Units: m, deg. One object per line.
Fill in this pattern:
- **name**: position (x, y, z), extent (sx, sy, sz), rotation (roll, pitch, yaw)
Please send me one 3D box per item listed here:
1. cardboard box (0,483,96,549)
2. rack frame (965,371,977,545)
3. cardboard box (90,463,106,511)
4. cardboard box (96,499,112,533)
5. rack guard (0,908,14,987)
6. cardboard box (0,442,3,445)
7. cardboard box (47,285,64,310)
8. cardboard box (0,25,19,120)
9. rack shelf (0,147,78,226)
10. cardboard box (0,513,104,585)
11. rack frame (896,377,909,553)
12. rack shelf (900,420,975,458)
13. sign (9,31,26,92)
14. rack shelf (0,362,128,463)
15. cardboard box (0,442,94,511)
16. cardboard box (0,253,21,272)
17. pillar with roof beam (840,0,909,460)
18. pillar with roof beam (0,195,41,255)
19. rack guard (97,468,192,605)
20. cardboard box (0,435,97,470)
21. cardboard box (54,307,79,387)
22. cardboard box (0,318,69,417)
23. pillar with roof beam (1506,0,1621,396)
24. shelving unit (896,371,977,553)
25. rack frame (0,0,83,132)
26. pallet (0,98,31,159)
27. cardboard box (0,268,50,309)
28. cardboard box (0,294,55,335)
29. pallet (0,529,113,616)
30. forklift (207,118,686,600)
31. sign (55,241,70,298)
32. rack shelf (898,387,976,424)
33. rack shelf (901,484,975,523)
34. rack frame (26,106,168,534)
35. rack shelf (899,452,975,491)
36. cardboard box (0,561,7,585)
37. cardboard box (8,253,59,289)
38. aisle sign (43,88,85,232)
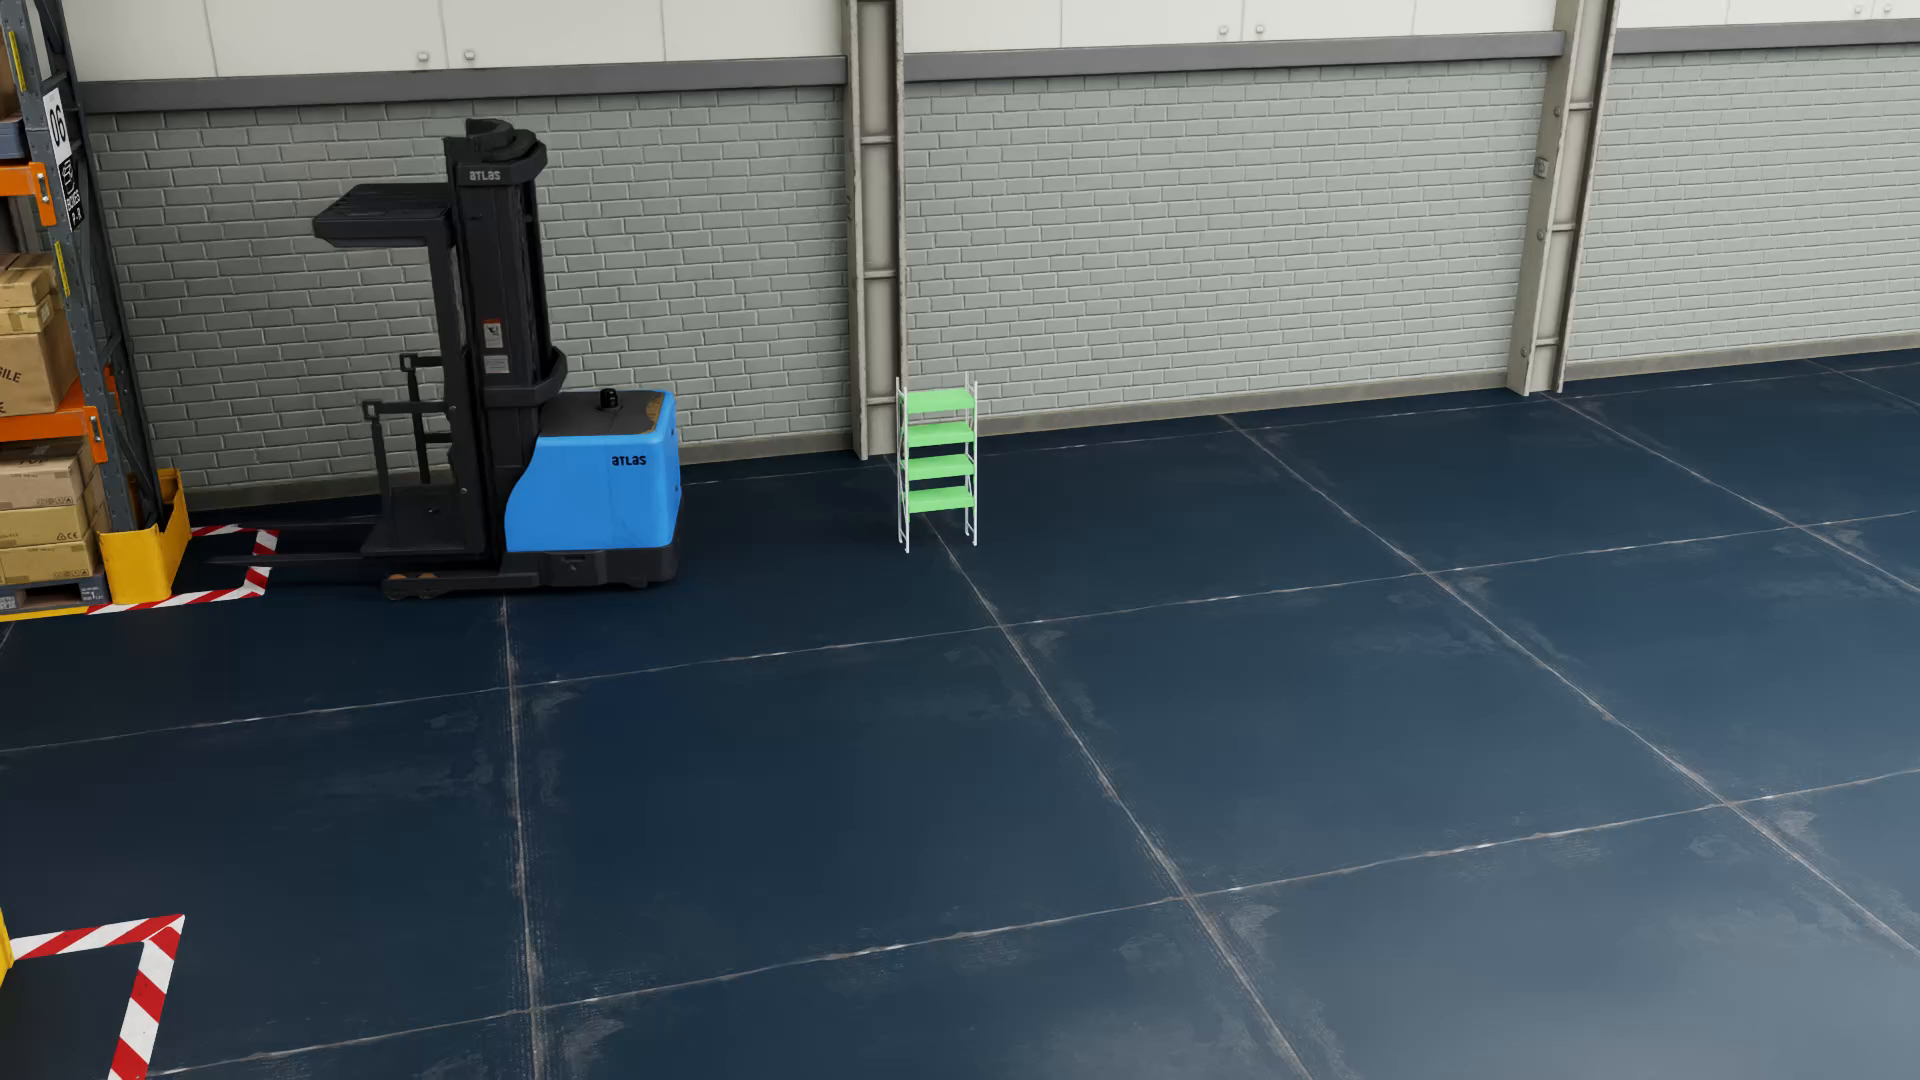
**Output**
- **cardboard box**: position (-5.888, -0.175, 10.674), extent (0.500, 0.250, 0.500), rotation (-7, 24, -15)
- **rack frame**: position (0.076, -0.560, 11.533), extent (0.015, 1.200, 0.240), rotation (-6, 24, -14)
- **cardboard box**: position (-6.012, -0.374, 11.139), extent (0.500, 0.250, 0.500), rotation (-6, 24, -13)
- **cardboard box**: position (-6.029, -0.138, 11.221), extent (0.500, 0.250, 0.500), rotation (-6, 24, -14)
- **rack guard**: position (-4.232, 1.855, 6.794), extent (0.348, 0.500, 1.175), rotation (-6, 24, -14)
- **cardboard box**: position (-6.497, -0.541, 10.894), extent (0.500, 0.250, 0.500), rotation (-6, 24, -14)
- **cardboard box**: position (-5.900, -1.593, 10.708), extent (0.250, 0.149, 0.380), rotation (-7, 24, -16)
- **cardboard box**: position (-5.864, -2.710, 9.671), extent (0.500, 0.500, 0.500), rotation (-6, 24, -13)
- **rack shelf**: position (-7.429, -2.021, 9.765), extent (4.000, 0.370, 1.077), rotation (-6, 24, -14)
- **cardboard box**: position (-5.870, 0.054, 10.774), extent (0.500, 0.250, 0.500), rotation (-6, 24, -14)
- **rack frame**: position (-0.394, -0.508, 11.412), extent (0.015, 1.200, 0.240), rotation (-6, 24, -14)
- **rack shelf**: position (-0.159, -0.696, 11.403), extent (0.480, 0.148, 0.258), rotation (-6, 24, -14)
- **sign**: position (-5.370, -2.728, 9.477), extent (0.005, 0.325, 0.100), rotation (-6, 24, -14)
- **rack shelf**: position (-7.429, -0.643, 10.356), extent (4.000, 0.370, 1.077), rotation (-6, 24, -14)
- **cardboard box**: position (-5.862, -0.408, 10.583), extent (0.500, 0.250, 0.500), rotation (-5, 24, -13)
- **cardboard box**: position (-6.157, -1.708, 10.599), extent (0.250, 0.149, 0.380), rotation (-5, 24, -13)
- **pillar with roof beam**: position (0.523, -3.216, 7.833), extent (0.400, 9.000, 9.100), rotation (-6, 24, -14)
- **pillar with roof beam**: position (-5.254, -2.577, 6.343), extent (0.400, 9.000, 9.100), rotation (-6, 24, -14)
- **rack guard**: position (-5.480, -0.040, 11.210), extent (0.348, 0.500, 1.175), rotation (-6, 24, -14)
- **cardboard box**: position (-6.017, -0.596, 11.021), extent (0.500, 0.250, 0.500), rotation (-7, 24, -15)
- **cardboard box**: position (-6.055, -1.285, 10.814), extent (0.500, 0.500, 0.500), rotation (-6, 24, -13)
- **cardboard box**: position (-5.906, -1.080, 10.336), extent (0.500, 0.500, 0.500), rotation (-7, 24, -16)
- **pillar with roof beam**: position (6.300, -3.855, 9.322), extent (0.400, 9.000, 9.100), rotation (-6, 24, -14)
- **shelving unit**: position (-0.159, -0.534, 11.472), extent (0.503, 1.200, 0.258), rotation (-6, 24, -14)
- **rack frame**: position (-5.503, -3.943, 9.528), extent (0.127, 3.000, 1.000), rotation (-6, 24, -14)
- **pallet**: position (-6.191, -2.459, 9.984), extent (1.213, 0.211, 1.003), rotation (-6, 24, -14)
- **cardboard box**: position (-5.791, -1.549, 10.229), extent (0.250, 0.149, 0.380), rotation (-6, 24, -14)
- **cardboard box**: position (-5.761, -1.387, 10.229), extent (0.250, 0.149, 0.380), rotation (-6, 24, -14)
- **pallet**: position (-6.228, 0.192, 11.034), extent (1.213, 0.211, 1.003), rotation (-6, 24, -14)
- **forklift**: position (-3.426, -1.171, 10.763), extent (3.031, 2.935, 1.130), rotation (-2, 23, -4)
- **sign**: position (-5.370, -1.620, 9.952), extent (0.005, 0.325, 0.100), rotation (-6, 24, -14)
- **rack shelf**: position (-0.159, -0.916, 11.308), extent (0.480, 0.148, 0.258), rotation (-6, 24, -14)
- **rack shelf**: position (-0.159, -0.254, 11.592), extent (0.480, 0.148, 0.258), rotation (-6, 24, -14)
- **rack frame**: position (-5.503, -1.186, 10.711), extent (0.127, 3.000, 1.000), rotation (-6, 24, -14)
- **rack shelf**: position (-0.159, -0.475, 11.497), extent (0.480, 0.148, 0.258), rotation (-6, 24, -14)
- **cardboard box**: position (-6.352, 0.104, 10.659), extent (0.500, 0.250, 0.500), rotation (-6, 24, -14)
- **cardboard box**: position (-5.884, -1.712, 10.610), extent (0.250, 0.149, 0.380), rotation (-7, 24, -15)
- **aisle sign**: position (-5.361, -2.276, 9.955), extent (0.004, 0.787, 0.394), rotation (-6, 24, -14)
